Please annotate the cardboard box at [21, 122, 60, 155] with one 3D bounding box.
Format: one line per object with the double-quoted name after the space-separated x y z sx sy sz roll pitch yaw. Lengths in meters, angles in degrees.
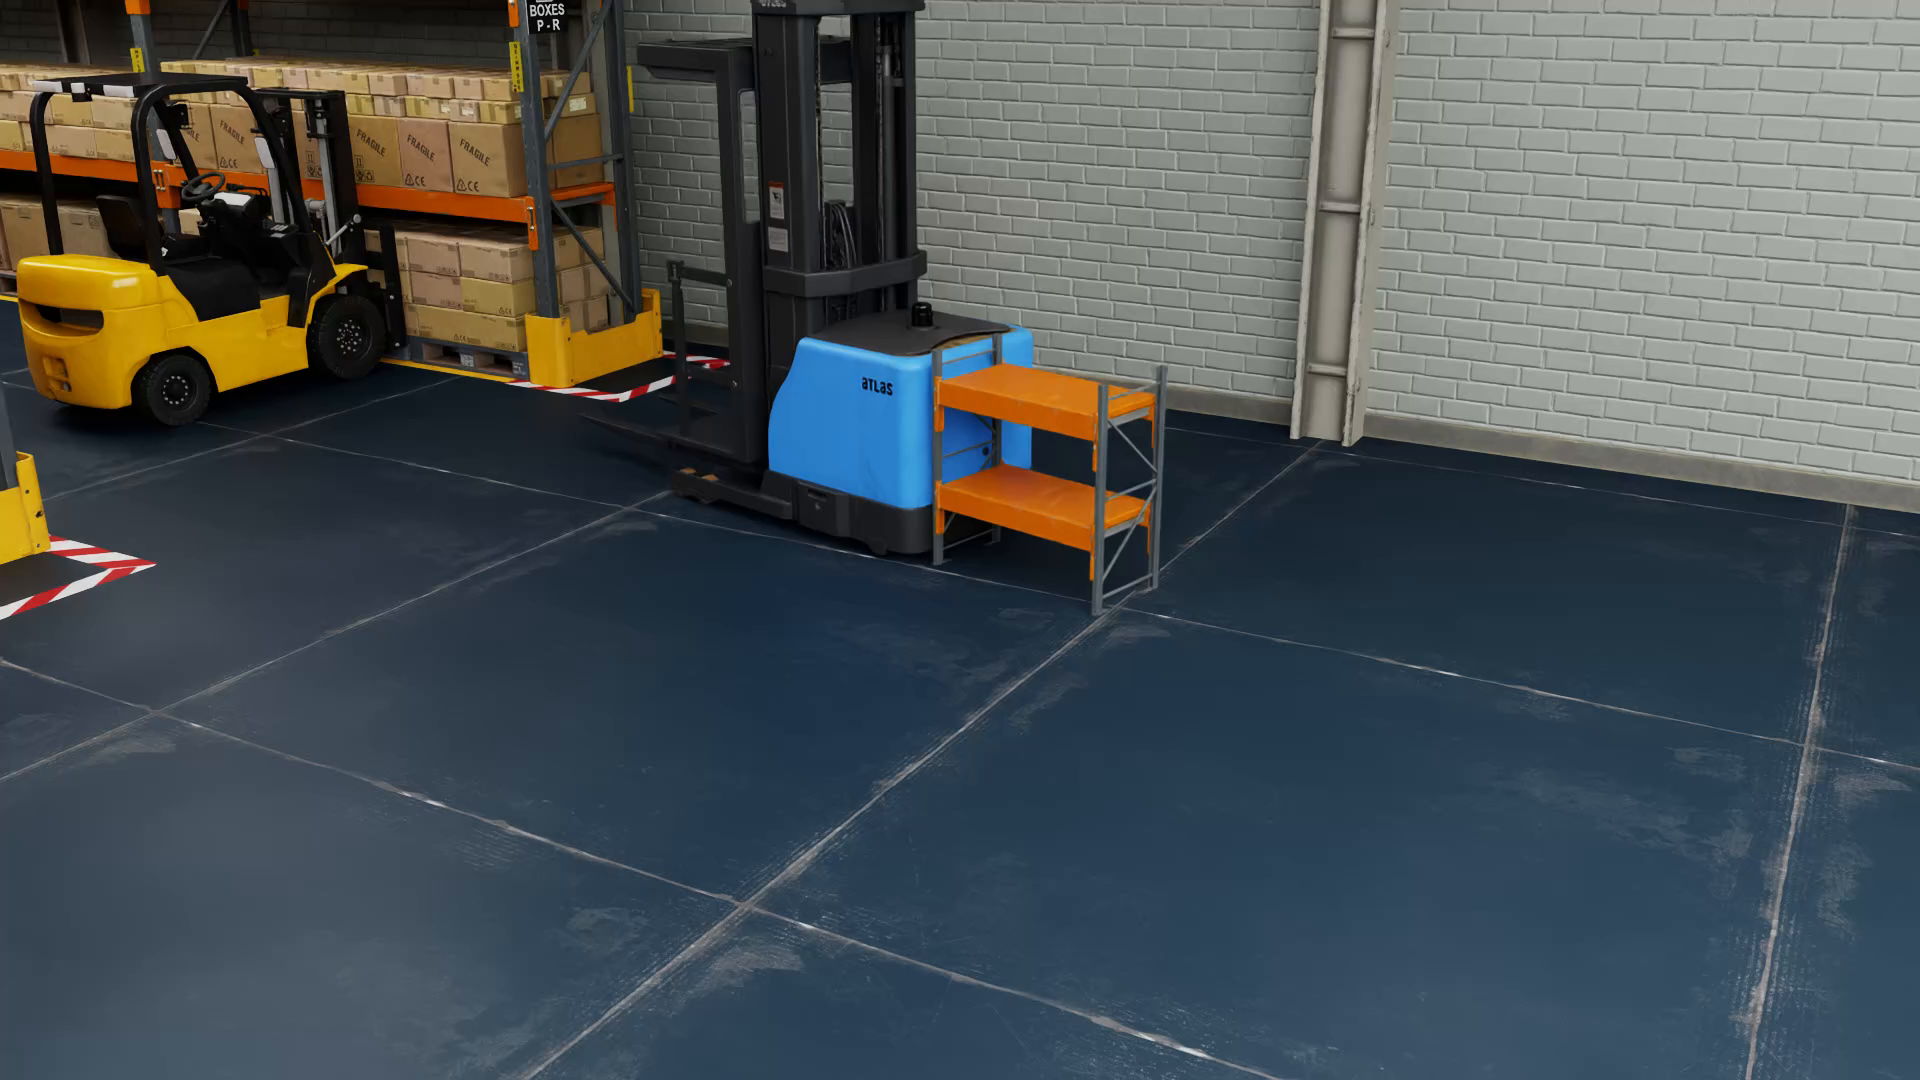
-7.629 -3.465 14.239 0.500 0.250 0.500 11 23 28 "cardboard box"

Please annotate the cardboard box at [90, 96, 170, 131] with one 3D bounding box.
-6.754 -3.526 13.674 0.500 0.250 0.500 10 22 26 "cardboard box"

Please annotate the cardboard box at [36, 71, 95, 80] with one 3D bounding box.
-7.522 -3.859 14.008 0.250 0.149 0.380 10 22 26 "cardboard box"

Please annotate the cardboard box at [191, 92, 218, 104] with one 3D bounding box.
-5.824 -3.534 13.112 0.250 0.149 0.380 11 23 29 "cardboard box"

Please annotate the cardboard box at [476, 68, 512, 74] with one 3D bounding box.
-3.347 -3.396 12.293 0.250 0.149 0.380 11 23 28 "cardboard box"

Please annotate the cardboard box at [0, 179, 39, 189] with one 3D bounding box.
-9.155 -2.995 15.589 0.625 0.625 0.875 12 23 29 "cardboard box"

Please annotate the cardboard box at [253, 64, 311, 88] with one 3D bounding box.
-5.154 -3.542 12.696 0.250 0.149 0.380 10 22 26 "cardboard box"

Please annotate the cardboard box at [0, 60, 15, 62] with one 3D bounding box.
-8.831 -4.308 15.245 0.250 0.149 0.380 11 23 27 "cardboard box"

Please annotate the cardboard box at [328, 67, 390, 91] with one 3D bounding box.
-4.466 -3.433 12.396 0.250 0.149 0.380 11 23 28 "cardboard box"

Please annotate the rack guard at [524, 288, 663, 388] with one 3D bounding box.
-2.688 -1.512 12.300 0.348 0.500 1.175 11 23 27 "rack guard"

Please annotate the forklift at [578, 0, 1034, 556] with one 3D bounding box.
-1.032 -1.699 9.251 3.031 2.935 1.130 17 26 39 "forklift"

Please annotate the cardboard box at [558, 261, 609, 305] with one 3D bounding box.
-3.018 -1.971 12.583 0.500 0.250 0.500 11 23 28 "cardboard box"

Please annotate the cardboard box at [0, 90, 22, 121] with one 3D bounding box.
-8.082 -3.786 14.390 0.500 0.250 0.500 11 23 28 "cardboard box"

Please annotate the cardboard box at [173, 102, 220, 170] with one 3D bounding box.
-5.941 -3.252 13.284 0.500 0.500 0.500 10 22 26 "cardboard box"

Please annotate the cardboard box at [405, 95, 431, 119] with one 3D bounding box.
-3.793 -3.157 12.071 0.250 0.149 0.380 11 22 27 "cardboard box"

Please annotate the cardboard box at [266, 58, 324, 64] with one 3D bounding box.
-5.338 -3.791 13.383 0.250 0.149 0.380 11 22 27 "cardboard box"

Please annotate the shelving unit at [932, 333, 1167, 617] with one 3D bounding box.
0.420 -0.346 8.169 1.048 1.125 0.538 17 26 39 "shelving unit"

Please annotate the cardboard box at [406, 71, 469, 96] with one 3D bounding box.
-3.778 -3.310 12.058 0.250 0.149 0.380 11 23 28 "cardboard box"

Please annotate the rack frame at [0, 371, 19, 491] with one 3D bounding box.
-5.126 -1.213 7.810 0.127 3.000 1.000 11 23 27 "rack frame"

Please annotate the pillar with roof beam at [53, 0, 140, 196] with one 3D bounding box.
-10.215 -5.612 11.139 0.400 9.000 9.100 11 23 27 "pillar with roof beam"

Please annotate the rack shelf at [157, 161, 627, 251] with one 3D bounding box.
-4.455 -2.685 12.925 4.000 0.370 1.077 11 23 27 "rack shelf"

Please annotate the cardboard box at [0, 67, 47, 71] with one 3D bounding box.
-8.152 -4.007 14.414 0.250 0.149 0.380 11 23 27 "cardboard box"

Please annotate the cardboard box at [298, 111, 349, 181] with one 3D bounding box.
-4.607 -2.996 12.580 0.500 0.500 0.500 11 23 28 "cardboard box"

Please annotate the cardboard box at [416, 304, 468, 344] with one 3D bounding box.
-3.703 -1.666 12.474 0.500 0.250 0.500 11 23 27 "cardboard box"

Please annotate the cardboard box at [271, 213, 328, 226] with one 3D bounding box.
-5.050 -2.390 13.005 0.500 0.250 0.500 12 23 29 "cardboard box"

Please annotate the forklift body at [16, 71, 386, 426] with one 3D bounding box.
-5.254 -2.064 11.402 1.214 2.155 2.313 11 23 27 "forklift body"

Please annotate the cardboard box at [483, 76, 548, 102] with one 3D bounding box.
-3.124 -3.180 11.698 0.250 0.149 0.380 11 23 27 "cardboard box"

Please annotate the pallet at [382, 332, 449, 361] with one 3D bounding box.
-4.458 -1.698 13.237 1.213 0.211 1.003 11 23 27 "pallet"

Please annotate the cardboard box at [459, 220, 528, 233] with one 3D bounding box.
-3.474 -2.284 12.714 0.500 0.250 0.500 11 23 27 "cardboard box"

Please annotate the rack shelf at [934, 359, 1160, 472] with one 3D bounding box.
0.420 -0.621 8.069 1.000 0.278 0.538 17 26 39 "rack shelf"

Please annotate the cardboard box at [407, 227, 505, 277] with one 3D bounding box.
-3.712 -2.133 12.296 0.500 0.250 0.500 11 23 28 "cardboard box"

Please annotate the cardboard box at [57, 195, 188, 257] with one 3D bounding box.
-7.336 -2.652 14.644 0.625 0.625 0.875 11 22 27 "cardboard box"

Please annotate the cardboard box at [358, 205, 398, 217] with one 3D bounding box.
-4.792 -2.539 13.416 0.500 0.250 0.500 11 23 28 "cardboard box"

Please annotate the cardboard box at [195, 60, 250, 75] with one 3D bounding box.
-5.786 -3.695 13.119 0.250 0.149 0.380 11 23 28 "cardboard box"

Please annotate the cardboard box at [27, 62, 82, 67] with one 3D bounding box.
-8.134 -4.205 14.960 0.250 0.149 0.380 10 22 26 "cardboard box"

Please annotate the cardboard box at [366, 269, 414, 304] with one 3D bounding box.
-4.180 -1.985 12.622 0.500 0.250 0.500 10 22 26 "cardboard box"

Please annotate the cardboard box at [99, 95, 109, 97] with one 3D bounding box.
-6.842 -3.736 13.669 0.250 0.149 0.380 10 22 27 "cardboard box"

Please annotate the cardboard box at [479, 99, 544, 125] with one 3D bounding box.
-3.148 -3.017 11.686 0.250 0.149 0.380 11 23 28 "cardboard box"

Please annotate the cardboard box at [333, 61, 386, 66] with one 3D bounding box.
-4.673 -3.662 13.028 0.250 0.149 0.380 11 22 27 "cardboard box"

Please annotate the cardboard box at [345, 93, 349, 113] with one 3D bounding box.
-4.454 -3.292 12.443 0.250 0.149 0.380 11 22 27 "cardboard box"

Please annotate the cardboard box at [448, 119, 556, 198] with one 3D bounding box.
-3.267 -2.742 11.878 0.500 0.500 0.500 10 22 26 "cardboard box"

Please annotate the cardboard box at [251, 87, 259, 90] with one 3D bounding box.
-5.176 -3.392 12.720 0.250 0.149 0.380 11 22 27 "cardboard box"

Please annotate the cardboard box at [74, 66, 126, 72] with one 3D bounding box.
-7.490 -4.058 14.556 0.250 0.149 0.380 11 22 27 "cardboard box"

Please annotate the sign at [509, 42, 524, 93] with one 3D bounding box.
-2.986 -3.188 11.208 0.005 0.325 0.100 11 23 27 "sign"

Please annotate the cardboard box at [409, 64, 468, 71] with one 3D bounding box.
-3.979 -3.551 12.720 0.250 0.149 0.380 10 22 26 "cardboard box"

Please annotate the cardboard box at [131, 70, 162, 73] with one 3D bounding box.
-6.830 -3.933 14.210 0.250 0.149 0.380 11 23 27 "cardboard box"
